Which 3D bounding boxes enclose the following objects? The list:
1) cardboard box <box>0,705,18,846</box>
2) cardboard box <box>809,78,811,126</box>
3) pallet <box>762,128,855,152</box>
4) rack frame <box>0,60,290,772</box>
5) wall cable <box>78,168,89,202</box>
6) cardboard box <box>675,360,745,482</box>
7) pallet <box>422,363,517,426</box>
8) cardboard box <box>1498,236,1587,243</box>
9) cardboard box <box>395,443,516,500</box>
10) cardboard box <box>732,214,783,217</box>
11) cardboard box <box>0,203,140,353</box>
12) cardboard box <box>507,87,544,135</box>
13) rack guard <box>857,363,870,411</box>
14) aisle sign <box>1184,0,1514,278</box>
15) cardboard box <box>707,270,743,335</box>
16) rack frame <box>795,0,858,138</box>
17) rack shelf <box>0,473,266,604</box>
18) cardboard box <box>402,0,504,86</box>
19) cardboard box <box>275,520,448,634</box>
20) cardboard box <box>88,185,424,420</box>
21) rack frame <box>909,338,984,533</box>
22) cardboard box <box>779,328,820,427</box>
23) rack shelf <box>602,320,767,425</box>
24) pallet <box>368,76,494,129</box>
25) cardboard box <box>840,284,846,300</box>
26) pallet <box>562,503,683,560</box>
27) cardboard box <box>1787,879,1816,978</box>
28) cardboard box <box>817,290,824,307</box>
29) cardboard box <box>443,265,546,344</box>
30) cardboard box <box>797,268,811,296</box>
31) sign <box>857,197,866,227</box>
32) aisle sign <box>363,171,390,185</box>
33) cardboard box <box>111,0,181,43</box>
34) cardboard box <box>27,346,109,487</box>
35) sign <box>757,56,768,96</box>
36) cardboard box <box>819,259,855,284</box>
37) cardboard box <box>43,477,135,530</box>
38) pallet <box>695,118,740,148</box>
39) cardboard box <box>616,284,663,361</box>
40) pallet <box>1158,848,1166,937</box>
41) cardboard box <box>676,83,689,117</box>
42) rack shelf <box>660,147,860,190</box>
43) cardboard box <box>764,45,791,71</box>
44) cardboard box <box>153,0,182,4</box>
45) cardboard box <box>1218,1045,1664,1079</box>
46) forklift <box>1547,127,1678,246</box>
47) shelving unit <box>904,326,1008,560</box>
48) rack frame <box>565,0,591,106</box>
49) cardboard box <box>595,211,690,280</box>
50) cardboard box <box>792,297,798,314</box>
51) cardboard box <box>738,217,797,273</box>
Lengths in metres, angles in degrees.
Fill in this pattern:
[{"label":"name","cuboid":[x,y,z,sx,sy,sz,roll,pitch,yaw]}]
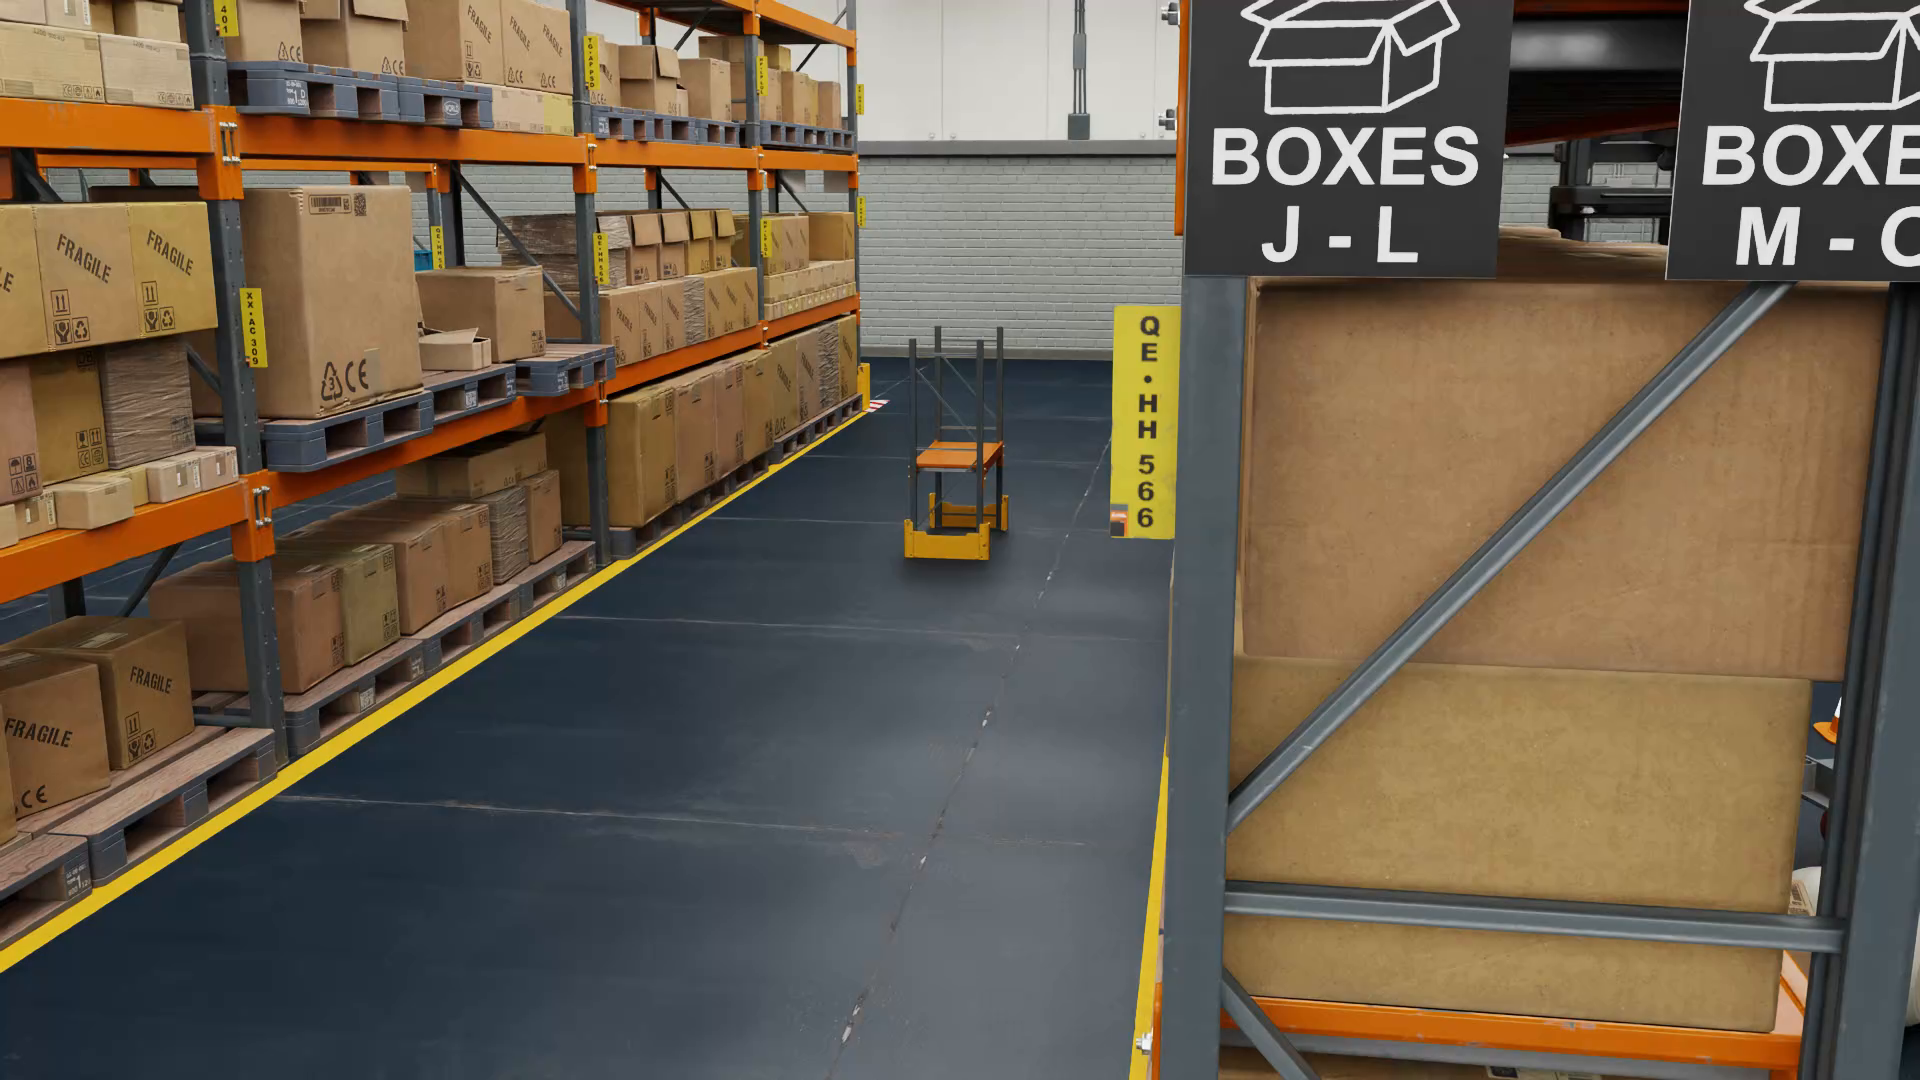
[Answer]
[{"label":"cardboard box","cuboid":[-3.674,0.876,5.745,0.500,0.500,0.500,1,12,4]},{"label":"cardboard box","cuboid":[-1.893,-4.409,16.739,0.700,0.500,0.500,1,12,5]},{"label":"pallet","cuboid":[-1.733,-4.240,17.638,1.003,0.211,1.213,2,12,9]},{"label":"rack frame","cuboid":[-3.475,-0.474,7.072,1.000,3.000,0.127,2,12,9]},{"label":"wall cable","cuboid":[-15.089,-6.034,26.002,3.097,2.526,0.112,2,12,9]},{"label":"cardboard box","cuboid":[-2.460,-0.986,13.494,1.225,0.875,0.875,1,12,7]},{"label":"pallet","cuboid":[-3.123,-0.799,9.037,1.003,0.211,1.213,2,12,9]},{"label":"cardboard box","cuboid":[1.058,-0.481,4.185,0.875,0.550,0.500,2,12,9]},{"label":"cardboard box","cuboid":[-3.004,-0.415,9.908,0.500,0.250,0.500,3,13,15]},{"label":"cardboard box","cuboid":[-2.120,-3.107,17.161,0.500,0.500,0.500,2,12,7]},{"label":"cardboard box","cuboid":[-3.348,-0.950,5.965,0.500,0.500,0.500,2,12,9]},{"label":"cardboard box","cuboid":[-2.753,-2.489,9.658,0.500,0.250,0.500,2,12,8]},{"label":"rack guard","cuboid":[-1.625,-1.755,18.949,1.175,0.500,0.348,2,12,9]},{"label":"aisle sign","cuboid":[0.488,-0.725,2.067,0.394,0.787,0.004,2,12,9]},{"label":"cardboard box","cuboid":[-2.129,-1.979,13.819,0.500,0.500,0.500,2,12,10]},{"label":"rack frame","cuboid":[-1.629,-5.904,18.031,1.000,3.000,0.127,2,12,9]},{"label":"rack shelf","cuboid":[-3.782,0.294,5.216,1.077,0.370,4.000,2,12,9]},{"label":"cardboard box","cuboid":[-2.845,-2.749,9.085,0.500,0.500,0.500,2,12,10]},{"label":"cardboard box","cuboid":[-3.181,0.191,8.877,0.700,0.500,0.500,1,12,4]},{"label":"cardboard box","cuboid":[-3.214,-1.133,7.711,1.000,1.000,1.000,2,12,9]},{"label":"rack frame","cuboid":[-0.091,-0.610,11.262,0.500,1.500,0.032,2,12,9]},{"label":"cardboard box","cuboid":[-1.925,-1.628,16.474,0.875,0.875,0.875,2,12,9]},{"label":"rack shelf","cuboid":[-2.552,-1.371,12.943,1.077,0.370,4.000,2,12,9]},{"label":"pallet","cuboid":[-3.118,-2.189,8.358,1.213,0.211,1.003,2,12,9]},{"label":"cardboard box","cuboid":[-1.437,-2.658,17.801,0.380,0.149,0.250,2,12,9]},{"label":"pallet","cuboid":[-2.664,-0.105,11.979,1.003,0.211,1.213,2,12,9]},{"label":"cardboard box","cuboid":[2.186,1.285,4.838,0.500,0.500,0.500,4,13,18]},{"label":"cardboard box","cuboid":[-1.594,-2.446,16.819,0.380,0.149,0.250,2,12,10]},{"label":"cardboard box","cuboid":[-2.903,-1.447,10.353,0.500,0.500,0.500,0,12,2]},{"label":"cardboard box","cuboid":[-1.758,-2.512,16.179,0.500,0.250,0.500,2,12,10]},{"label":"sign","cuboid":[-1.095,-3.633,18.421,0.100,0.325,0.005,2,12,9]},{"label":"aisle sign","cuboid":[-6.806,-4.428,19.248,0.394,0.787,0.004,2,12,9]},{"label":"cardboard box","cuboid":[-3.239,-1.985,6.372,0.380,0.149,0.250,2,12,10]},{"label":"cardboard box","cuboid":[-3.717,-0.473,6.127,0.875,0.500,0.500,2,12,9]},{"label":"sign","cuboid":[-1.707,-3.996,14.323,0.100,0.325,0.005,2,12,9]},{"label":"cardboard box","cuboid":[-1.441,-2.934,18.139,0.500,0.250,0.500,2,12,8]},{"label":"cardboard box","cuboid":[-3.291,-0.139,6.116,0.380,0.149,0.250,2,12,9]},{"label":"pallet","cuboid":[-2.337,-3.319,13.610,0.805,0.209,1.217,1,12,6]},{"label":"cardboard box","cuboid":[-2.439,-1.555,11.852,0.500,0.500,0.500,2,12,7]},{"label":"pallet","cuboid":[1.216,1.227,5.799,1.003,0.211,1.213,2,12,9]},{"label":"cardboard box","cuboid":[-2.502,-3.542,13.402,0.500,0.311,0.500,1,12,7]},{"label":"rack shelf","cuboid":[-1.937,-3.670,16.491,1.077,0.370,4.000,2,12,9]},{"label":"cardboard box","cuboid":[-1.950,-4.688,16.253,0.500,0.250,0.500,1,12,7]},{"label":"cardboard box","cuboid":[-3.292,-2.277,6.188,0.500,0.500,0.500,2,12,7]},{"label":"cardboard box","cuboid":[0.835,1.231,3.209,0.875,0.875,0.875,2,12,9]},{"label":"forklift","cuboid":[4.558,-1.354,11.318,1.130,2.935,3.031,2,12,10]},{"label":"shelving unit","cuboid":[-0.012,-0.717,11.762,0.587,1.500,1.083,2,12,9]},{"label":"rack frame","cuboid":[-2.860,-4.239,10.303,1.000,3.000,0.127,2,12,9]},{"label":"cardboard box","cuboid":[-2.531,-2.273,12.801,0.797,0.503,0.637,2,12,10]},{"label":"cardboard box","cuboid":[-1.751,-2.231,15.824,0.380,0.149,0.250,2,12,7]},{"label":"cardboard box","cuboid":[-1.835,-2.771,15.603,0.500,0.500,0.500,2,12,9]}]
